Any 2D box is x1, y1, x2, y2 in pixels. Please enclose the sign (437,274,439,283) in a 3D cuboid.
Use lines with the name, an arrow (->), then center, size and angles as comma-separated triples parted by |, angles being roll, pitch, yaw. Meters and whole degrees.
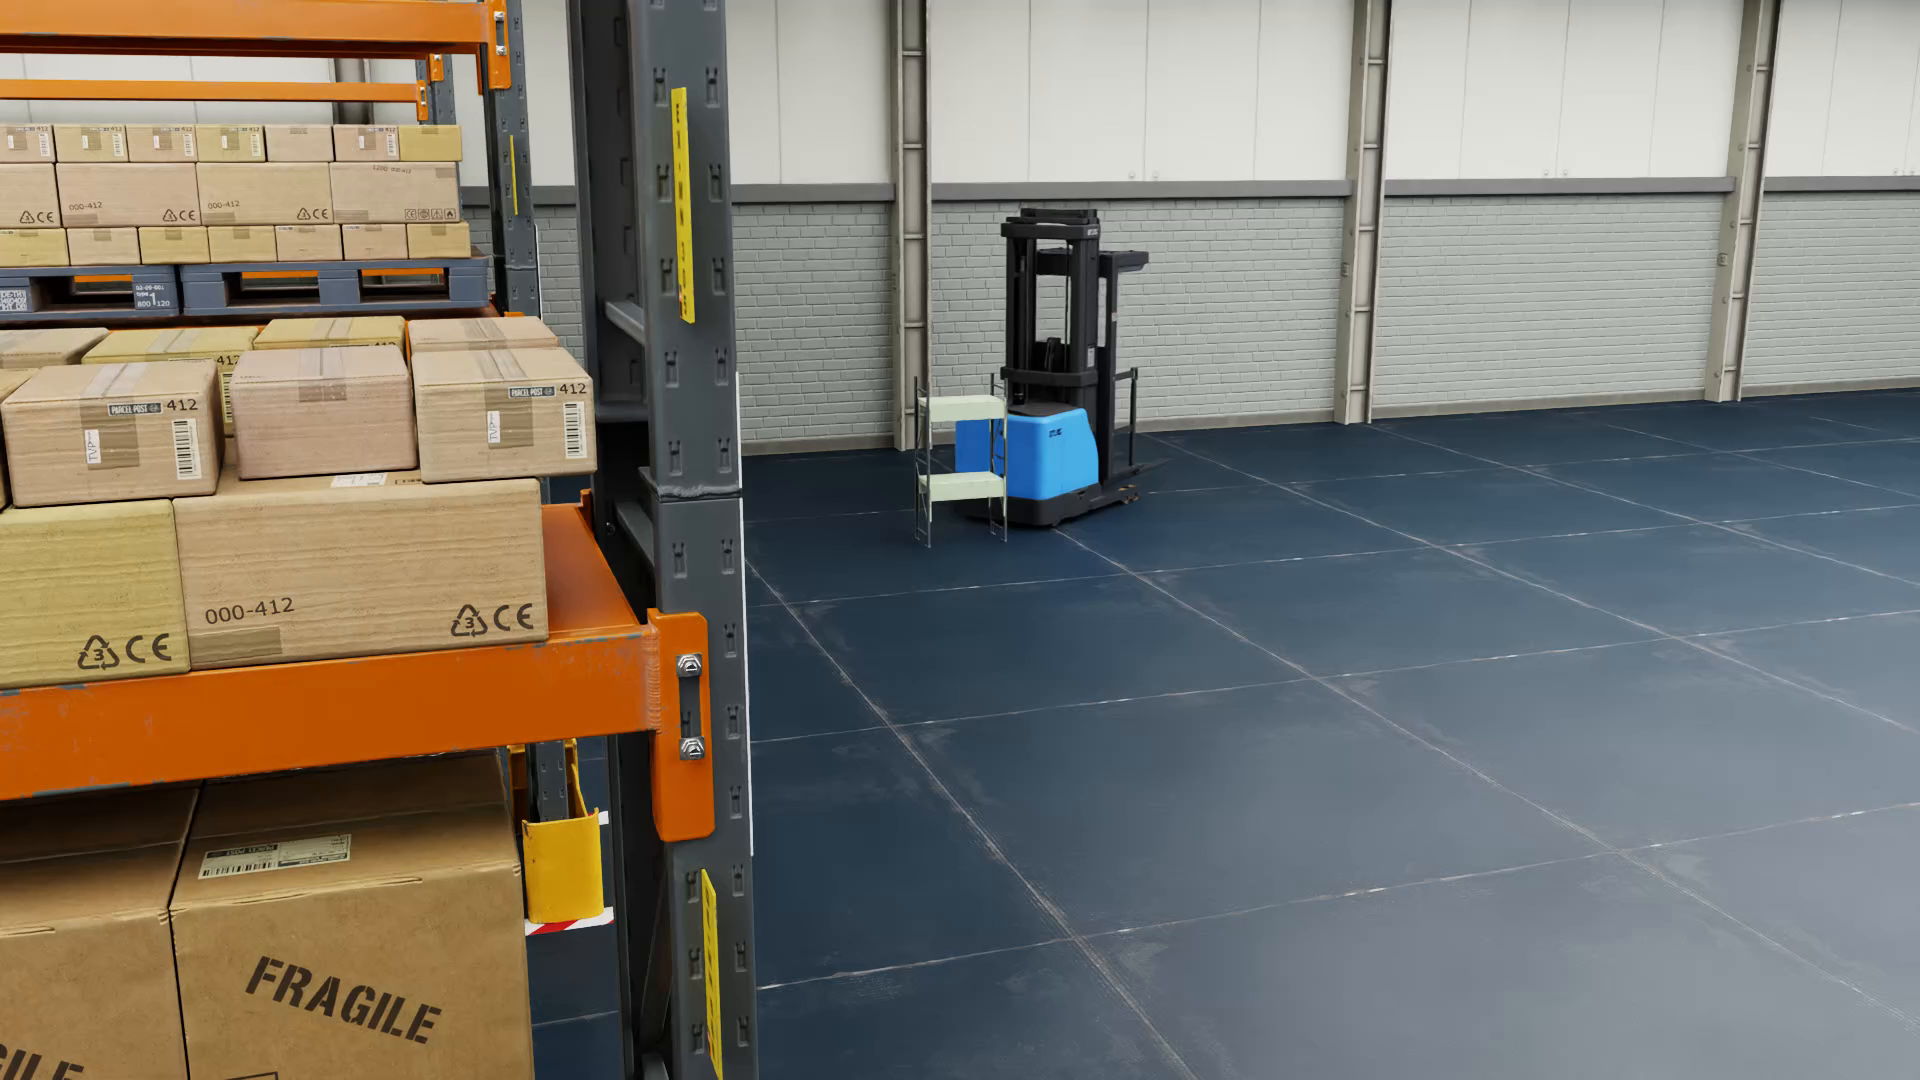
sign -> -5.142, -2.531, 16.394 | 0.005, 0.325, 0.100 | -4, 14, -18

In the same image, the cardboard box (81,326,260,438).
cardboard box -> -1.366, -0.278, 2.915 | 0.250, 0.149, 0.380 | -5, 14, -19

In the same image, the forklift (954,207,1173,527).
forklift -> 1.184, -1.840, 16.654 | 1.130, 2.935, 3.031 | 9, 16, 33

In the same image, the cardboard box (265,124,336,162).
cardboard box -> -2.732, -1.647, 6.908 | 0.250, 0.149, 0.380 | -4, 14, -17

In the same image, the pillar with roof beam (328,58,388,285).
pillar with roof beam -> -4.876, -4.093, 13.011 | 0.400, 9.000, 9.100 | -4, 14, -18

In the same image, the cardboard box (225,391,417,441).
cardboard box -> -1.094, -0.118, 3.106 | 0.500, 0.250, 0.500 | -4, 14, -16

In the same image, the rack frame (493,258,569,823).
rack frame -> -2.041, 0.194, 7.951 | 0.127, 3.000, 1.000 | -4, 14, -18

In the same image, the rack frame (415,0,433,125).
rack frame -> -5.302, -4.891, 16.365 | 0.127, 3.000, 1.000 | -4, 14, -18

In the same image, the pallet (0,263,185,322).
pallet -> -3.899, -1.074, 6.992 | 1.213, 0.211, 1.003 | -4, 14, -18

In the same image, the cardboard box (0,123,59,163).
cardboard box -> -3.697, -1.572, 6.590 | 0.250, 0.149, 0.380 | -4, 14, -18

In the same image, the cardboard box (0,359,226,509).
cardboard box -> -1.227, -0.164, 2.438 | 0.250, 0.149, 0.380 | -5, 14, -21

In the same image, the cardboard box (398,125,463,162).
cardboard box -> -2.252, -1.684, 7.063 | 0.250, 0.149, 0.380 | -4, 14, -18

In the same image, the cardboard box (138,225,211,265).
cardboard box -> -3.213, -1.222, 6.841 | 0.250, 0.149, 0.380 | -5, 14, -19

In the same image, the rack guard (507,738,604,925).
rack guard -> -2.018, 1.409, 8.248 | 0.348, 0.500, 1.175 | -4, 14, -18

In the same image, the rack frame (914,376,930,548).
rack frame -> -0.341, -0.703, 14.965 | 0.023, 1.500, 0.400 | -4, 14, -18

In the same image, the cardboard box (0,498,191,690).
cardboard box -> -1.403, 0.032, 2.475 | 0.500, 0.250, 0.500 | -4, 14, -18

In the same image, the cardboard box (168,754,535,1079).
cardboard box -> -0.997, 0.705, 2.786 | 0.500, 0.500, 0.500 | -4, 14, -18

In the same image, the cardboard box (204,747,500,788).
cardboard box -> -1.163, 0.591, 3.265 | 0.500, 0.500, 0.500 | -4, 14, -18

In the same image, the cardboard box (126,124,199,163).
cardboard box -> -3.214, -1.610, 6.750 | 0.250, 0.149, 0.380 | -4, 14, -18

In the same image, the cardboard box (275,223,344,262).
cardboard box -> -2.730, -1.259, 7.000 | 0.250, 0.149, 0.380 | -4, 14, -17

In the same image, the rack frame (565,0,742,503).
rack frame -> -0.554, -1.629, 2.652 | 0.127, 3.000, 1.000 | -4, 14, -18

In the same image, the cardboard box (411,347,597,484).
cardboard box -> -0.718, -0.202, 2.597 | 0.250, 0.149, 0.380 | -4, 14, -18

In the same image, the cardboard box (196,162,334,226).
cardboard box -> -2.890, -1.456, 6.963 | 0.500, 0.250, 0.500 | -4, 14, -18

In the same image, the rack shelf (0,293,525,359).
rack shelf -> -3.936, -0.767, 7.067 | 4.000, 0.370, 1.077 | -4, 14, -18

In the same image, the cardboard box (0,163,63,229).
cardboard box -> -3.844, -1.382, 6.652 | 0.500, 0.250, 0.500 | -4, 14, -18

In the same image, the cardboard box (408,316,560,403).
cardboard box -> -0.889, -0.321, 3.098 | 0.250, 0.149, 0.380 | -5, 14, -18

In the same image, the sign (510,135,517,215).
sign -> -1.881, -1.537, 7.006 | 0.005, 0.325, 0.100 | -4, 14, -18

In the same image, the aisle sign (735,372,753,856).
aisle sign -> -0.400, 0.086, 2.788 | 0.004, 0.787, 0.394 | -4, 14, -18

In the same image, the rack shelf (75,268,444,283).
rack shelf -> -5.611, -1.846, 11.600 | 4.000, 0.370, 1.077 | -4, 14, -18

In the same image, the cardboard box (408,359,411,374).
cardboard box -> -4.130, -1.478, 11.962 | 0.500, 0.500, 0.700 | -5, 14, -19

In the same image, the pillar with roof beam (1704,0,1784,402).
pillar with roof beam -> 12.184, -5.421, 18.596 | 0.400, 9.000, 9.100 | -4, 14, -18

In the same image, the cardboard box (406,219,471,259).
cardboard box -> -2.248, -1.297, 7.157 | 0.250, 0.149, 0.380 | -4, 14, -18

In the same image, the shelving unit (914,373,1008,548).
shelving unit -> 0.006, -0.730, 15.079 | 0.755, 1.500, 0.431 | -4, 14, -18

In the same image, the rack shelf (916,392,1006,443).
rack shelf -> 0.006, -1.110, 14.988 | 0.720, 0.370, 0.431 | -4, 14, -18

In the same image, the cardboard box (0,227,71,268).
cardboard box -> -3.693, -1.184, 6.685 | 0.250, 0.149, 0.380 | -4, 14, -17

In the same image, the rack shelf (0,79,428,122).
rack shelf -> -7.197, -4.199, 15.874 | 4.000, 0.370, 1.077 | -4, 14, -18
